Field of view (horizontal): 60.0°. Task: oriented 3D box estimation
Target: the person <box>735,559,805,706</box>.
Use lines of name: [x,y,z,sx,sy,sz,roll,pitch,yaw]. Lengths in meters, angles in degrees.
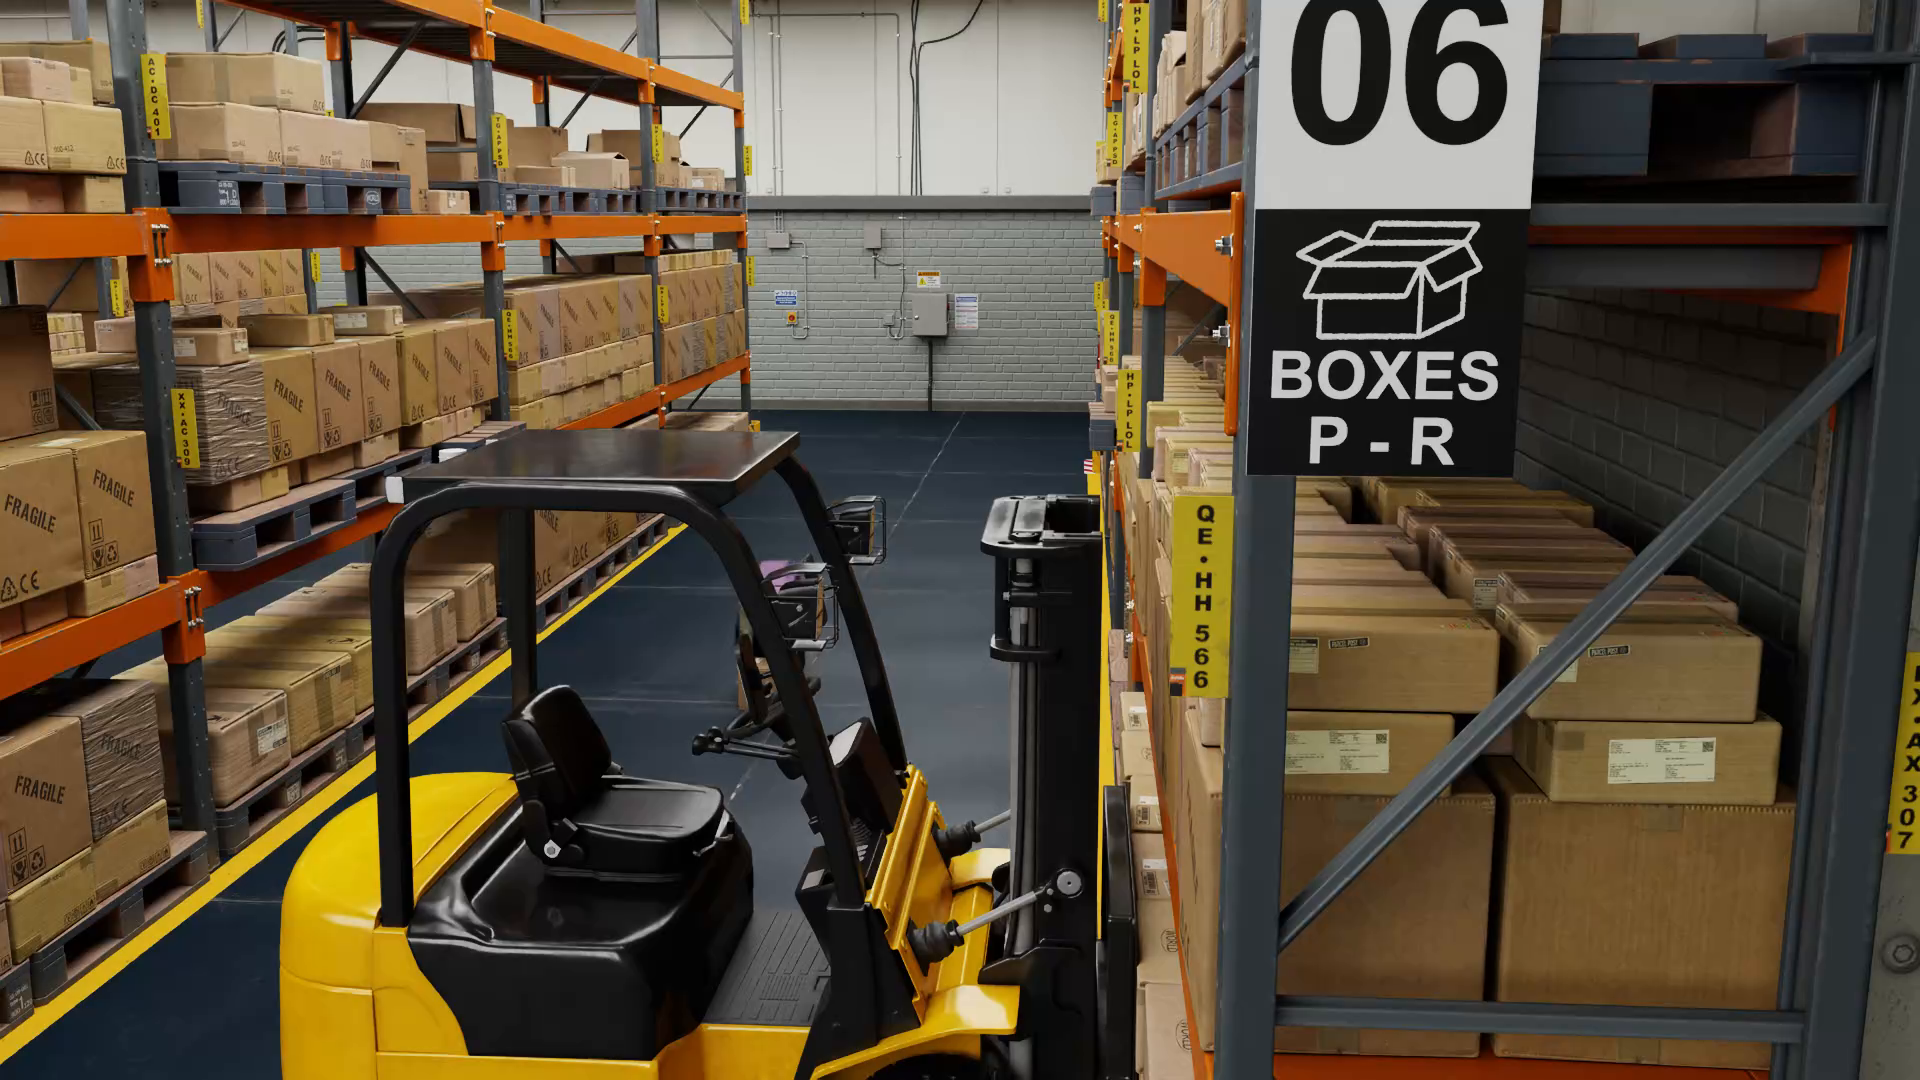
person: [-1.124,0.539,9.946,0.433,0.776,0.869,0,11,2]
